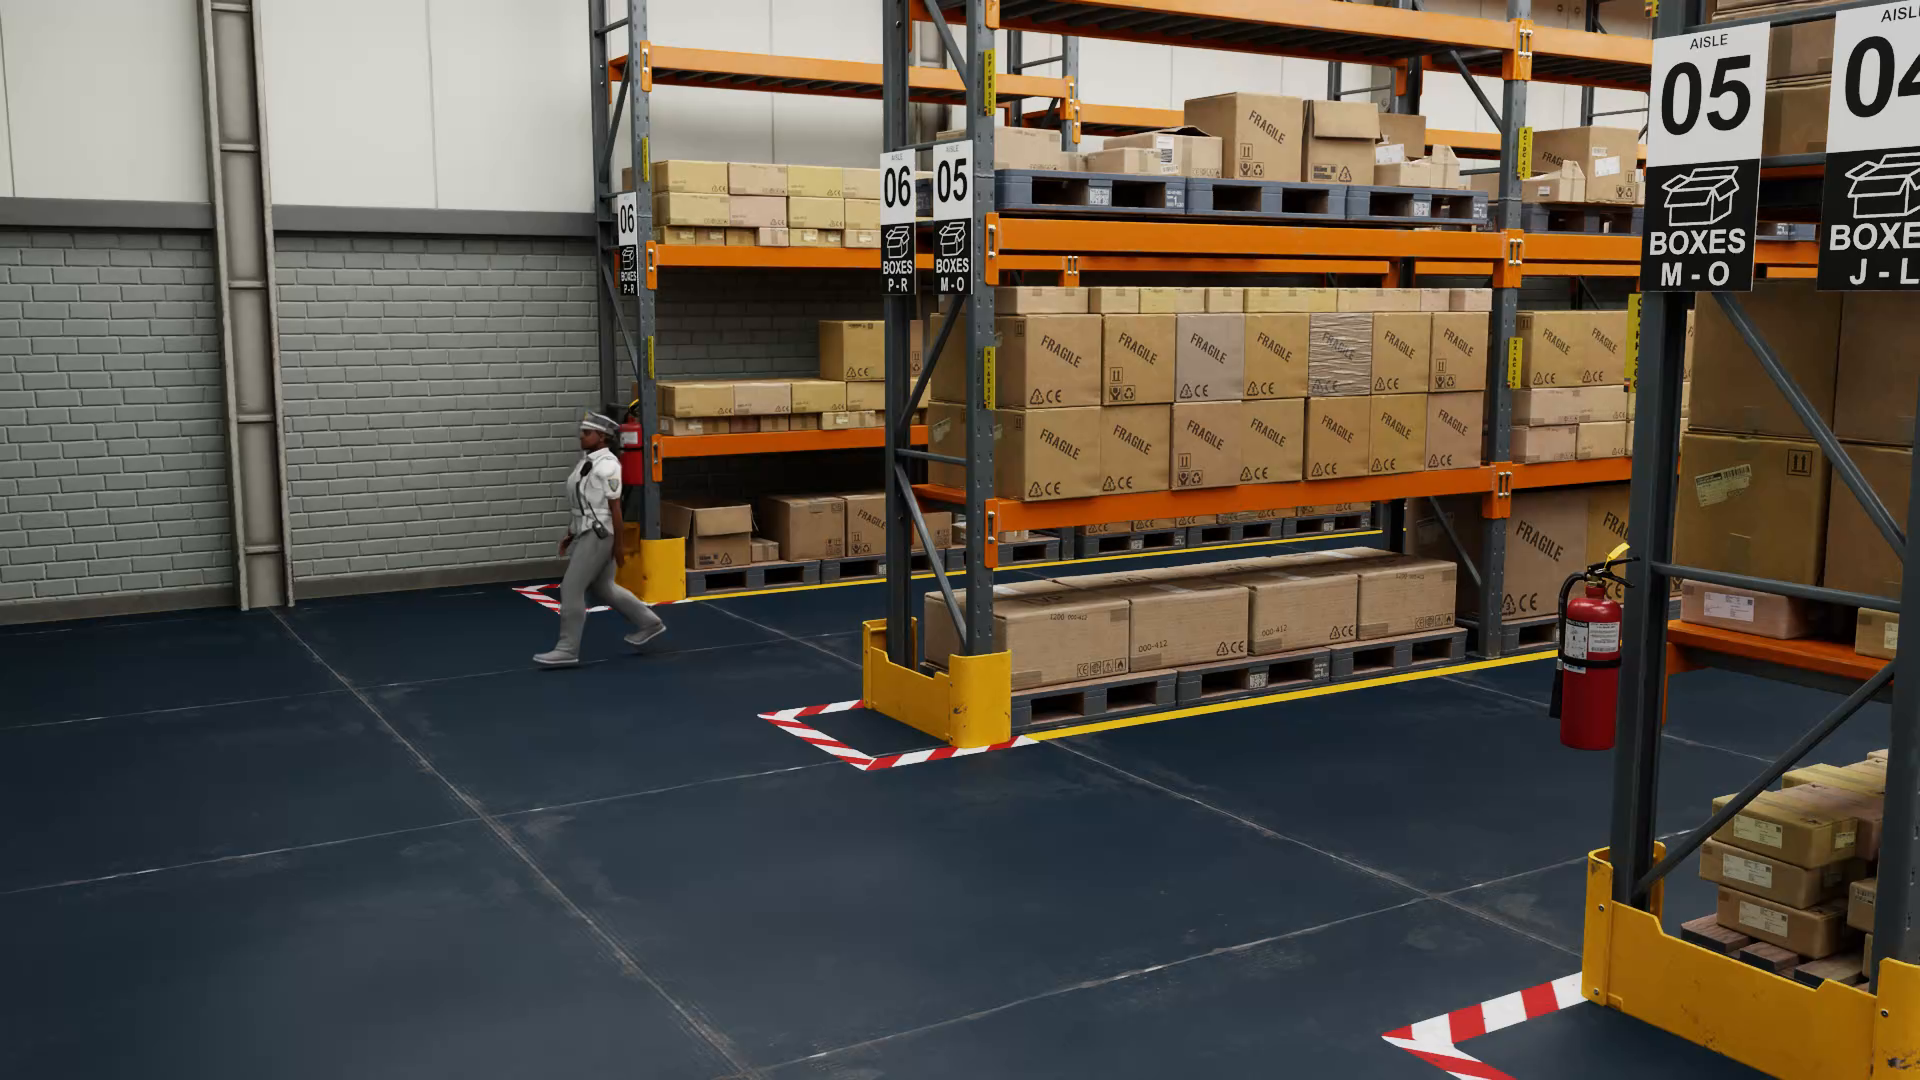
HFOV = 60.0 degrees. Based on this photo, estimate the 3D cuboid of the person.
[{"bbox_3d":[-2.388,-0.037,10.940,0.937,1.646,0.441,-4,9,-28],"label":"person"}]
